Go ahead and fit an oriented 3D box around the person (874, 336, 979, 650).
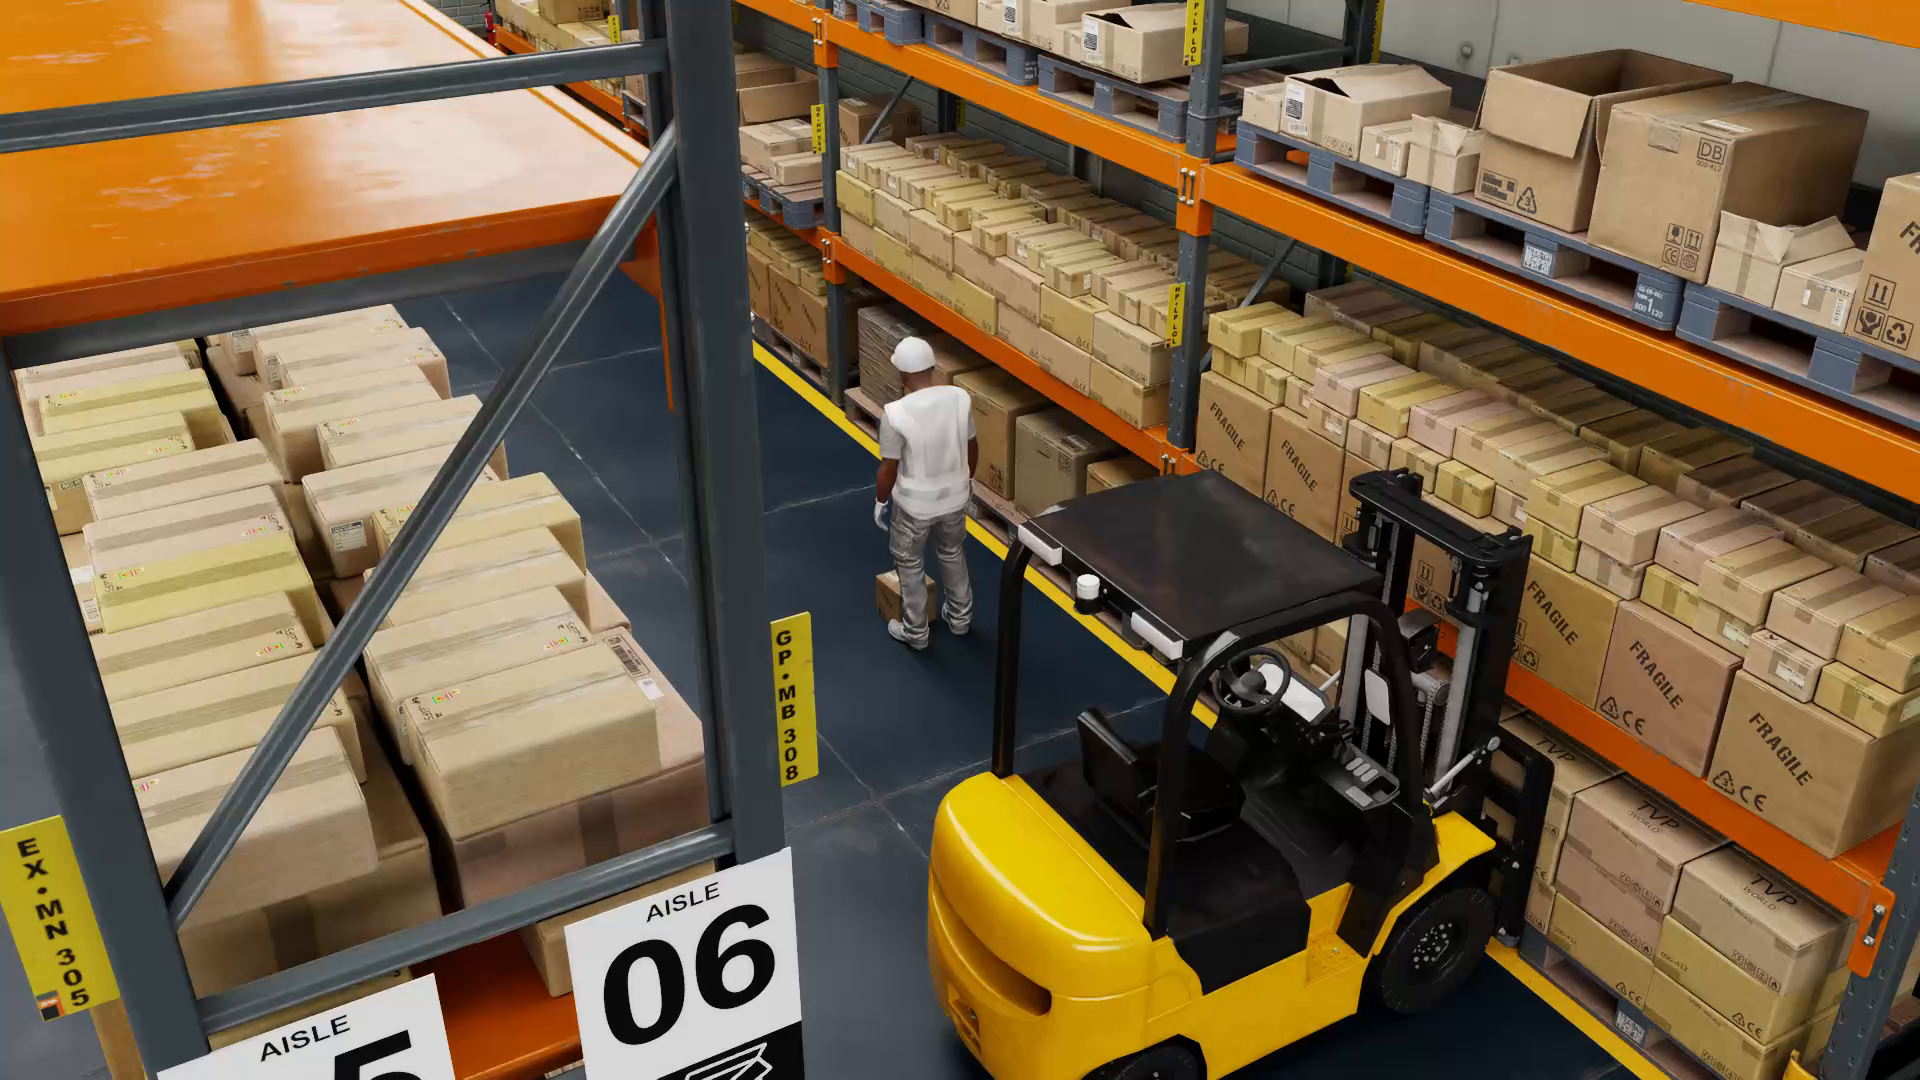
[{"bbox_3d":[-0.184,-0.244,9.001,0.620,1.774,0.453,-16,33,-27],"label":"person"}]
